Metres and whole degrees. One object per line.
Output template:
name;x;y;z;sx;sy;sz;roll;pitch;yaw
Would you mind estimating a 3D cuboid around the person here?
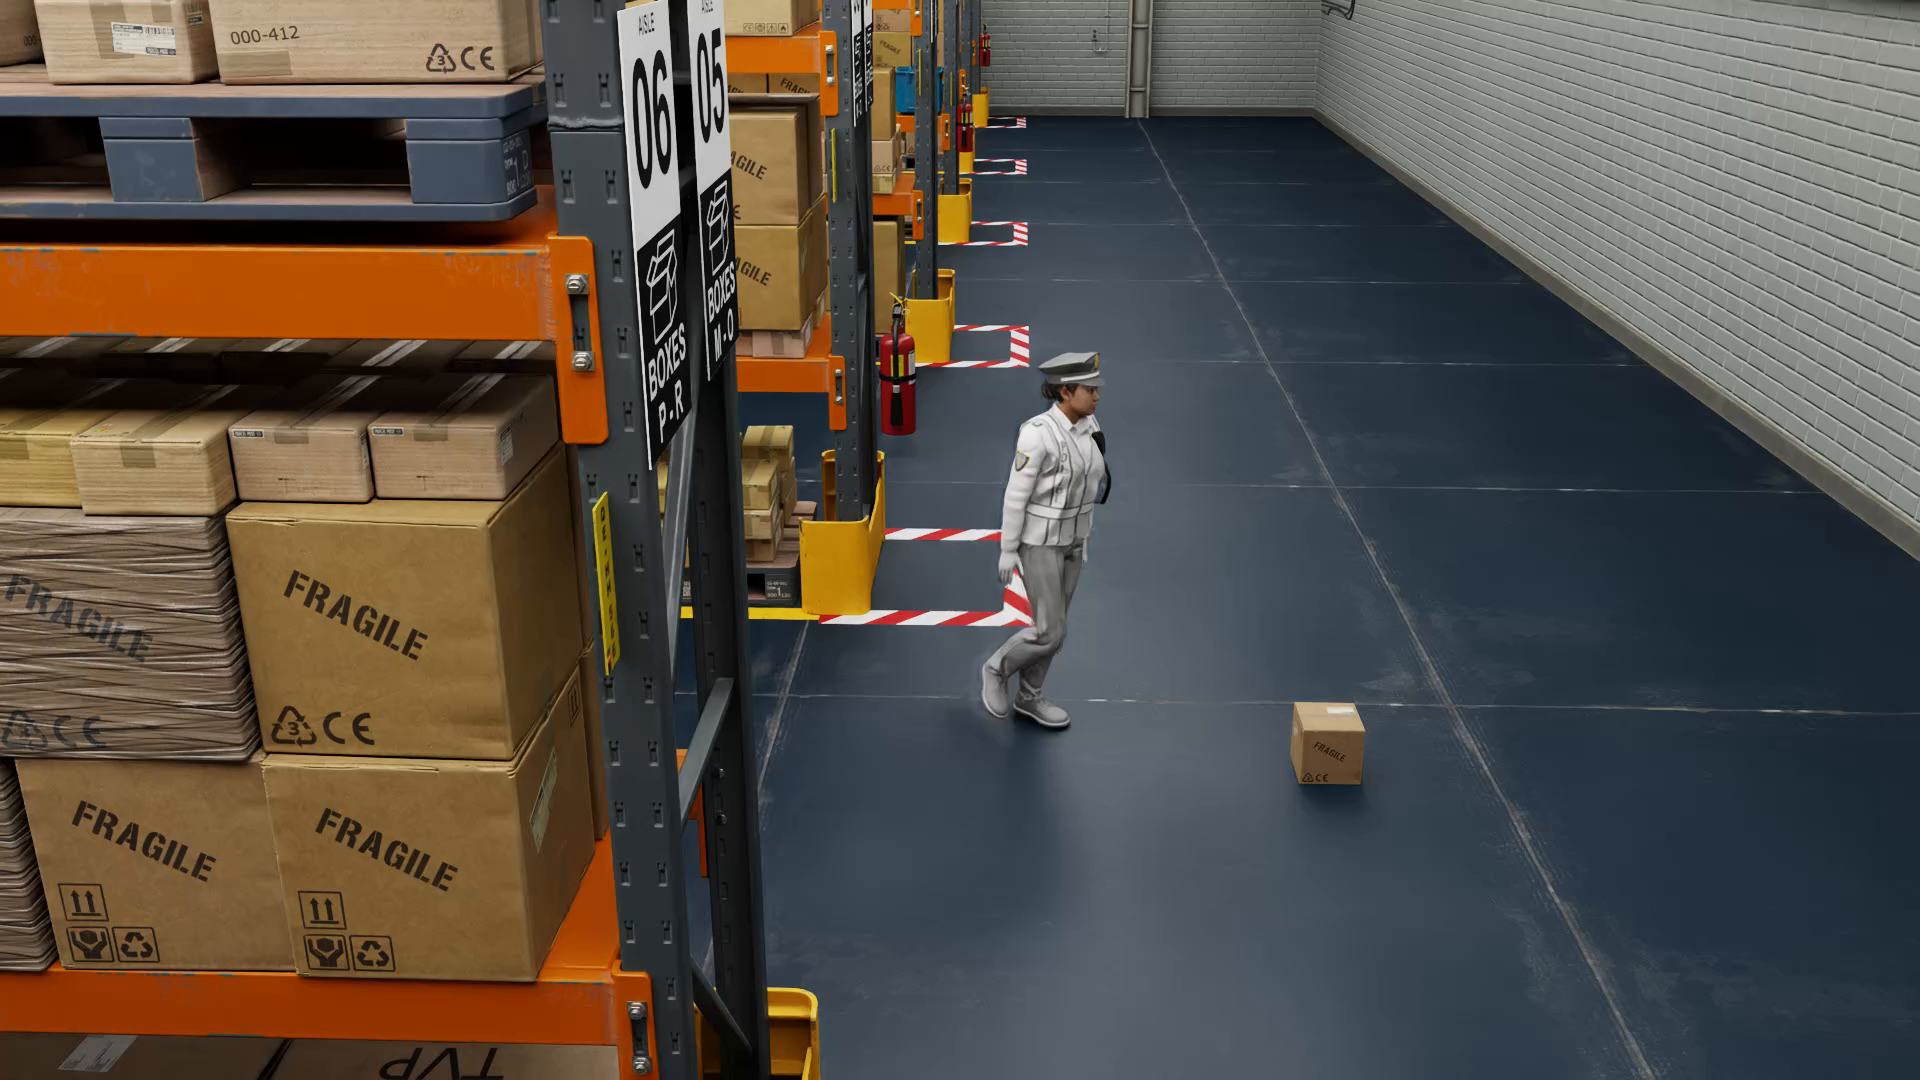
person;0.357;0.003;7.024;0.483;1.672;0.523;16;26;37
